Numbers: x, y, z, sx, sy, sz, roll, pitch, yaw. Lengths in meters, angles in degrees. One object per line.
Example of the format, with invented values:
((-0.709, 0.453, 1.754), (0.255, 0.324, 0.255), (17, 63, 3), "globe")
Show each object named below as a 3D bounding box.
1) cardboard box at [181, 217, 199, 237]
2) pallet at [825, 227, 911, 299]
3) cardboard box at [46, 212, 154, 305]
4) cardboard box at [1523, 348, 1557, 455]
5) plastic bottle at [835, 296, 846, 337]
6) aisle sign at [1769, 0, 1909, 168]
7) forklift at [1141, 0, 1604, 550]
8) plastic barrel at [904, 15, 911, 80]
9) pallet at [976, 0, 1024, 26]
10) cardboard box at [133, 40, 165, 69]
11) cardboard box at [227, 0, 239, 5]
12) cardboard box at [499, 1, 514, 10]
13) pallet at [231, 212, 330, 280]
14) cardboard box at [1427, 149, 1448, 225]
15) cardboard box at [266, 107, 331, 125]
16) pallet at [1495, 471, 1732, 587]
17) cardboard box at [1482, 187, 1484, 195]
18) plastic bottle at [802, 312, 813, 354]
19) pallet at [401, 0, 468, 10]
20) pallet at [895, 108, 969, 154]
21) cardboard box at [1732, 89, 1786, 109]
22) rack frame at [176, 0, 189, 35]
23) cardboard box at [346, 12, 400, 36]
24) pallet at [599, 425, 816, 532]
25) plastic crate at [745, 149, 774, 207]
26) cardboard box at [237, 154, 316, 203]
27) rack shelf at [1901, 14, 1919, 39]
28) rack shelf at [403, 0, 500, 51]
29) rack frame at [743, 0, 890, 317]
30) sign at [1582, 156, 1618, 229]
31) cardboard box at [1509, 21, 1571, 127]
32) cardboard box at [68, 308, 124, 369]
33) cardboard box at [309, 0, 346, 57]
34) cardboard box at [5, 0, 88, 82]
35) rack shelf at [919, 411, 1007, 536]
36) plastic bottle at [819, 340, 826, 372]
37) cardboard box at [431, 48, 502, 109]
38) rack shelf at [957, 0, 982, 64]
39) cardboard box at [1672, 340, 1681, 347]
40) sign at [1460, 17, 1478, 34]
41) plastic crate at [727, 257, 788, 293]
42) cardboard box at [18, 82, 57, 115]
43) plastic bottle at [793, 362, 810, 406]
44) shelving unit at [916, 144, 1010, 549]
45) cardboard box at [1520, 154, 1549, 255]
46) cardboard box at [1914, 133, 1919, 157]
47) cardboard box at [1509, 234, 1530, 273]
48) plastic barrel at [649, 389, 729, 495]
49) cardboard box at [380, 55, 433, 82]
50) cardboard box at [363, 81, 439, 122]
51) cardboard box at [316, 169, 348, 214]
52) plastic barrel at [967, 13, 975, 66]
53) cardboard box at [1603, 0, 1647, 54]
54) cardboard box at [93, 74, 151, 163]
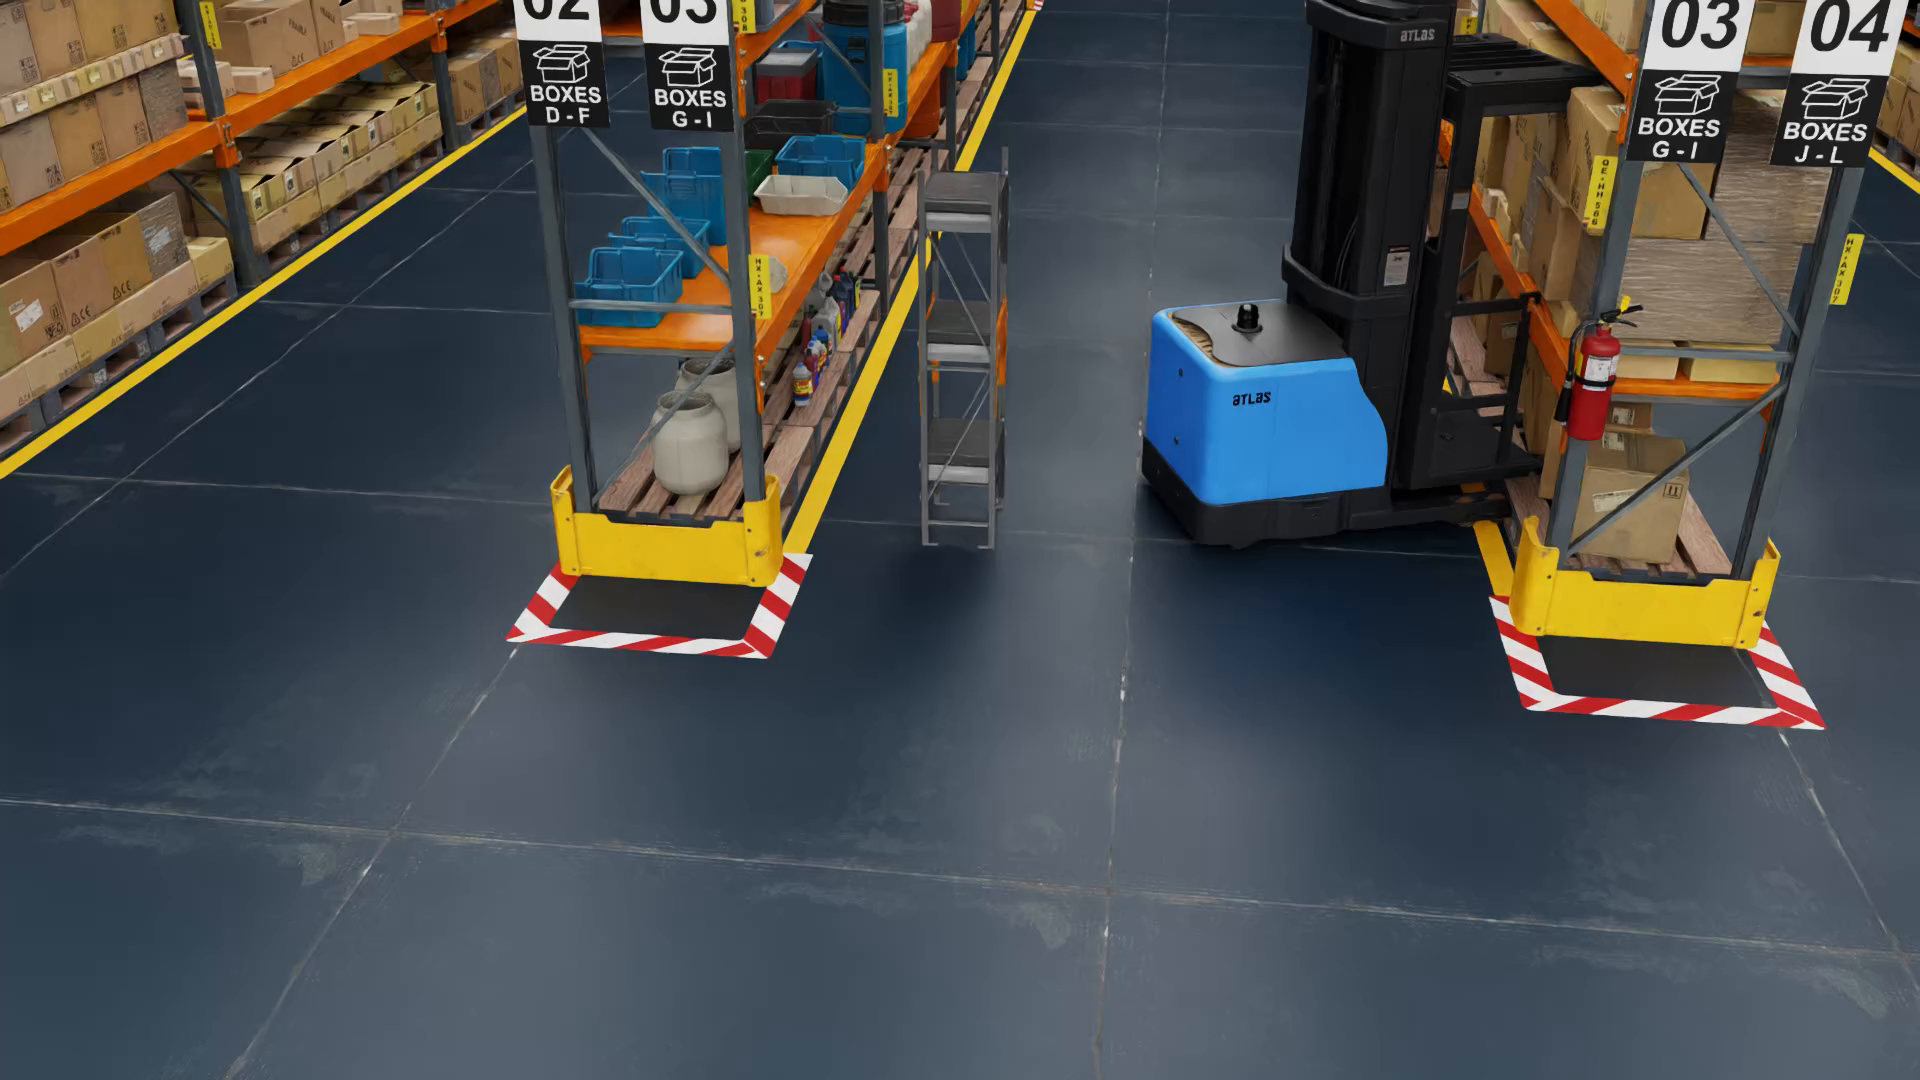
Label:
((-6.179, -2.503, 13.190), (0.500, 0.250, 0.500), (3, 28, 6), "cardboard box")
((-0.969, -2.171, 13.058), (1.003, 0.211, 1.213), (3, 28, 6), "pallet")
((-5.912, -1.920, 11.317), (0.500, 0.500, 0.500), (3, 28, 6), "cardboard box")
((3.627, -0.811, 9.785), (0.500, 0.500, 0.500), (6, 29, 11), "cardboard box")
((-0.822, -1.536, 11.338), (0.061, 0.283, 0.133), (5, 29, 10), "plastic bottle")
((3.689, -1.954, 6.974), (0.394, 0.787, 0.004), (3, 28, 6), "aisle sign")
((2.649, -1.601, 9.131), (3.031, 2.935, 1.130), (-7, 29, -12), "forklift")
((-0.602, -3.870, 13.127), (0.433, 0.535, 0.433), (0, 28, 0), "plastic barrel")
((0.304, -7.062, 22.136), (1.003, 0.211, 1.213), (3, 28, 6), "pallet")
((-5.795, -3.390, 11.590), (0.380, 0.149, 0.250), (3, 28, 5), "cardboard box")
((-9.621, -7.035, 21.339), (0.700, 0.500, 0.500), (3, 28, 6), "cardboard box")
((-5.263, -5.962, 19.326), (0.500, 0.500, 0.500), (2, 28, 4), "cardboard box")
((-5.891, -2.438, 13.553), (1.003, 0.211, 1.213), (3, 28, 6), "pallet")
((4.199, -2.870, 13.586), (0.700, 0.500, 0.500), (6, 29, 10), "cardboard box")
((-5.928, -3.704, 14.827), (0.500, 0.311, 0.500), (3, 28, 5), "cardboard box")
((3.543, -0.045, 9.111), (1.003, 0.211, 1.213), (3, 28, 6), "pallet")
((3.496, -2.191, 10.418), (0.380, 0.149, 0.250), (3, 28, 6), "cardboard box")
((-1.012, -1.392, 11.072), (0.061, 0.283, 0.133), (3, 28, 6), "plastic bottle")
((-5.439, -5.438, 16.384), (1.213, 0.211, 1.003), (3, 28, 6), "pallet")
((-0.481, -4.056, 16.556), (1.003, 0.211, 1.213), (3, 28, 6), "pallet")
((3.805, -1.950, 8.233), (0.500, 0.500, 0.500), (3, 28, 6), "cardboard box")
((-9.879, -7.369, 19.765), (1.000, 3.000, 0.127), (3, 28, 6), "rack frame")
((-5.288, -4.650, 14.983), (0.380, 0.149, 0.250), (3, 28, 6), "cardboard box")
((-1.449, -0.337, 9.653), (1.003, 0.211, 1.213), (3, 28, 6), "pallet")
((-1.473, -2.311, 10.601), (0.450, 0.188, 0.662), (3, 28, 6), "plastic crate")
((-5.578, -2.953, 13.434), (0.500, 0.311, 0.500), (3, 28, 6), "cardboard box")
((9.534, -4.911, 15.962), (1.077, 0.370, 4.000), (3, 28, 6), "rack shelf")
((-5.207, -5.824, 17.657), (1.077, 0.370, 4.000), (3, 28, 6), "rack shelf")
((-1.027, -3.027, 11.706), (1.000, 3.000, 0.127), (3, 28, 6), "rack frame")
((2.851, -1.547, 7.405), (0.100, 0.325, 0.005), (3, 28, 6), "sign")
((3.460, -2.687, 9.601), (0.500, 0.500, 0.500), (3, 28, 6), "cardboard box")
((-5.960, -1.354, 11.057), (0.500, 0.250, 0.500), (3, 28, 6), "cardboard box")
((-5.641, -4.453, 14.247), (0.500, 0.500, 0.500), (2, 28, 3), "cardboard box")
((-6.113, -3.249, 10.645), (0.700, 0.500, 0.500), (3, 28, 6), "cardboard box")
((0.020, -0.374, 9.235), (0.431, 0.518, 0.480), (3, 28, 6), "rack shelf")
((-0.919, -1.196, 10.795), (0.097, 0.201, 0.097), (0, 28, 0), "plastic bottle")
((-5.054, -4.737, 17.052), (0.500, 0.500, 0.500), (2, 28, 4), "cardboard box")
((-0.291, -5.535, 17.119), (1.077, 0.370, 4.000), (3, 28, 6), "rack shelf")
((3.720, -0.983, 8.176), (0.380, 0.149, 0.250), (3, 28, 6), "cardboard box")
((3.338, -3.280, 10.954), (0.100, 0.325, 0.005), (3, 28, 6), "sign")
((-1.088, -1.431, 9.021), (0.298, 0.136, 0.250), (3, 28, 6), "plastic crate")
((-5.950, -2.783, 10.464), (0.380, 0.149, 0.250), (4, 29, 8), "cardboard box")
((-0.985, -0.972, 10.305), (0.097, 0.271, 0.097), (0, 28, 0), "plastic bottle")
((0.020, -1.002, 8.897), (0.431, 2.100, 0.503), (3, 28, 6), "shelving unit")
((3.540, -1.764, 8.942), (0.875, 0.500, 0.500), (3, 28, 6), "cardboard box")
((9.111, -3.696, 15.140), (0.500, 0.500, 0.500), (3, 28, 6), "cardboard box")
((3.309, -1.604, 9.330), (0.380, 0.149, 0.250), (3, 28, 6), "cardboard box")
((-1.512, -0.548, 9.285), (0.421, 0.512, 0.421), (0, 28, 0), "plastic barrel")
((-5.570, -4.747, 17.070), (0.500, 0.500, 0.500), (4, 29, 8), "cardboard box")
((-5.272, -4.160, 15.674), (0.500, 0.311, 0.500), (4, 29, 8), "cardboard box")
((-5.522, -2.951, 14.022), (0.500, 0.250, 0.500), (3, 28, 5), "cardboard box")
((-0.130, -5.799, 18.621), (0.600, 0.901, 0.708), (3, 28, 6), "plastic barrel")
((3.206, -2.353, 7.450), (0.500, 0.250, 0.500), (4, 29, 7), "cardboard box")
((-6.048, -2.903, 11.370), (0.700, 0.500, 0.500), (3, 28, 6), "cardboard box")
